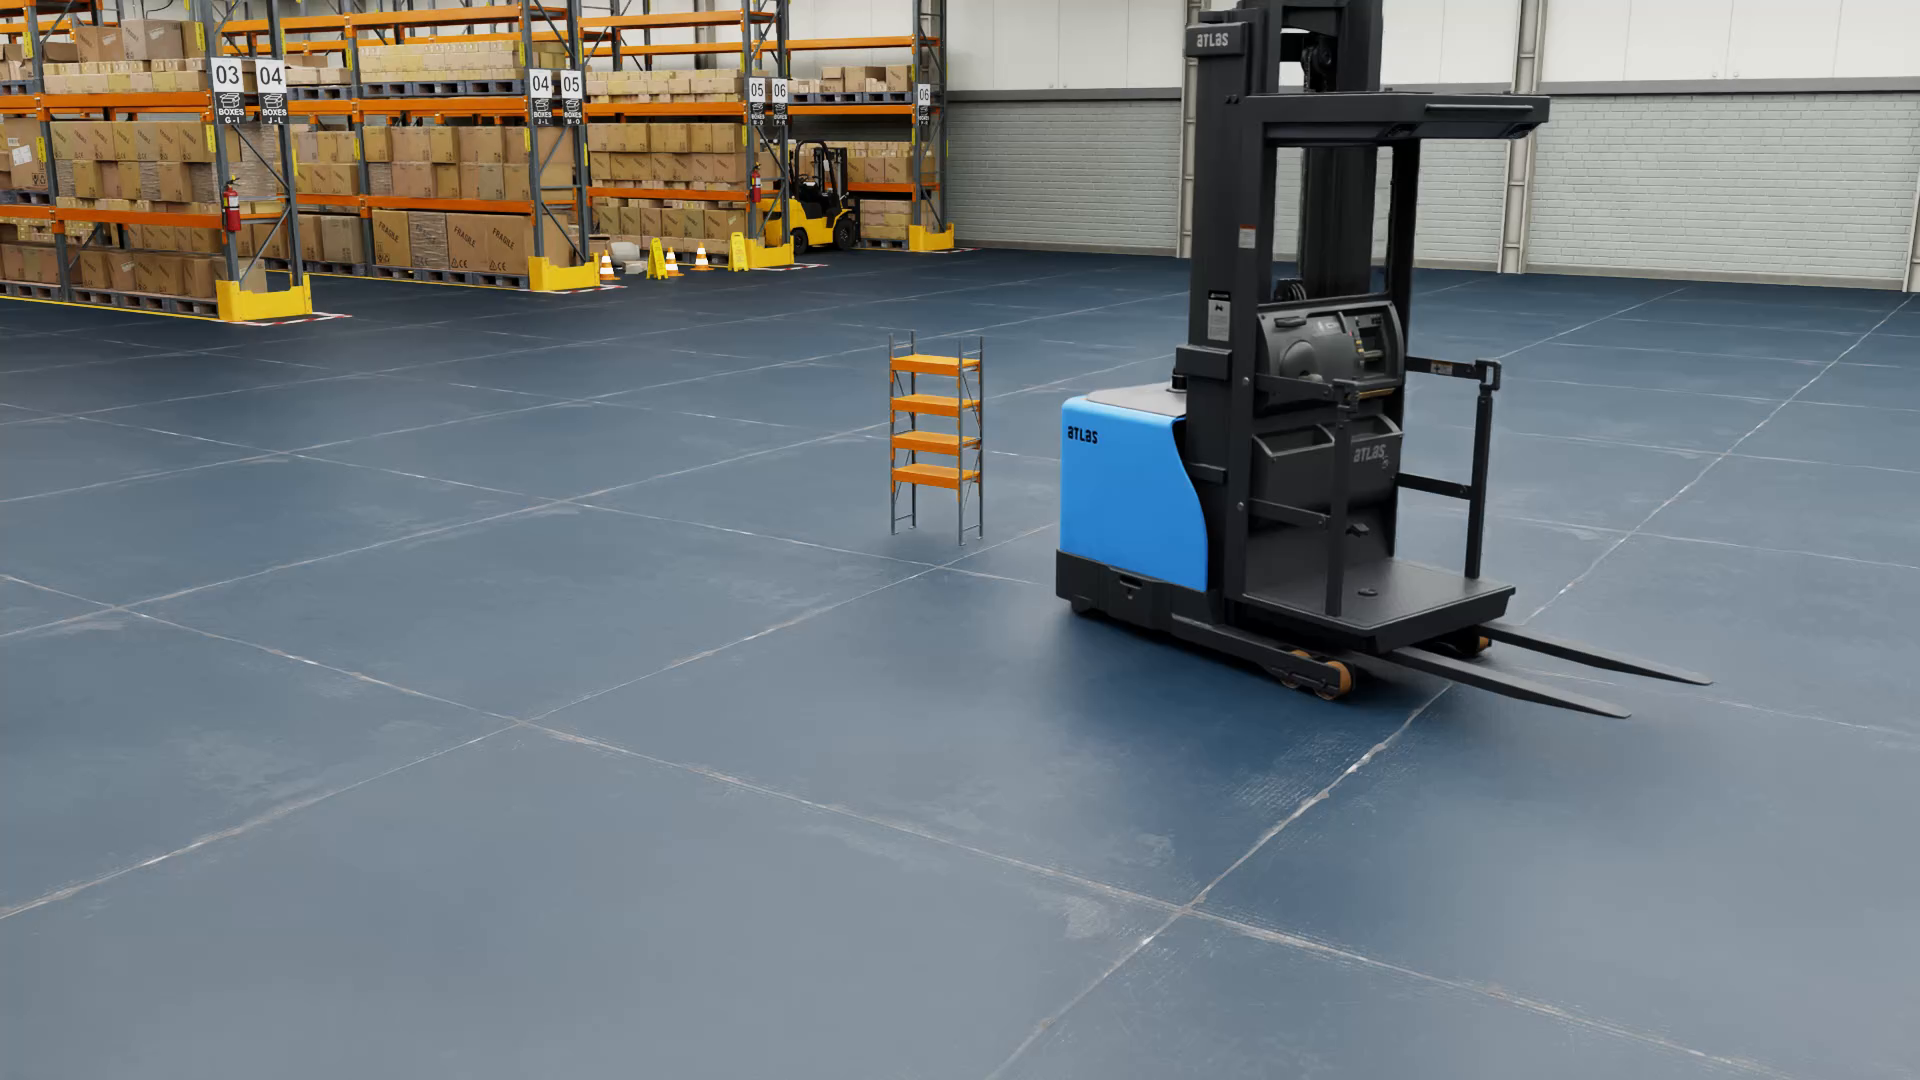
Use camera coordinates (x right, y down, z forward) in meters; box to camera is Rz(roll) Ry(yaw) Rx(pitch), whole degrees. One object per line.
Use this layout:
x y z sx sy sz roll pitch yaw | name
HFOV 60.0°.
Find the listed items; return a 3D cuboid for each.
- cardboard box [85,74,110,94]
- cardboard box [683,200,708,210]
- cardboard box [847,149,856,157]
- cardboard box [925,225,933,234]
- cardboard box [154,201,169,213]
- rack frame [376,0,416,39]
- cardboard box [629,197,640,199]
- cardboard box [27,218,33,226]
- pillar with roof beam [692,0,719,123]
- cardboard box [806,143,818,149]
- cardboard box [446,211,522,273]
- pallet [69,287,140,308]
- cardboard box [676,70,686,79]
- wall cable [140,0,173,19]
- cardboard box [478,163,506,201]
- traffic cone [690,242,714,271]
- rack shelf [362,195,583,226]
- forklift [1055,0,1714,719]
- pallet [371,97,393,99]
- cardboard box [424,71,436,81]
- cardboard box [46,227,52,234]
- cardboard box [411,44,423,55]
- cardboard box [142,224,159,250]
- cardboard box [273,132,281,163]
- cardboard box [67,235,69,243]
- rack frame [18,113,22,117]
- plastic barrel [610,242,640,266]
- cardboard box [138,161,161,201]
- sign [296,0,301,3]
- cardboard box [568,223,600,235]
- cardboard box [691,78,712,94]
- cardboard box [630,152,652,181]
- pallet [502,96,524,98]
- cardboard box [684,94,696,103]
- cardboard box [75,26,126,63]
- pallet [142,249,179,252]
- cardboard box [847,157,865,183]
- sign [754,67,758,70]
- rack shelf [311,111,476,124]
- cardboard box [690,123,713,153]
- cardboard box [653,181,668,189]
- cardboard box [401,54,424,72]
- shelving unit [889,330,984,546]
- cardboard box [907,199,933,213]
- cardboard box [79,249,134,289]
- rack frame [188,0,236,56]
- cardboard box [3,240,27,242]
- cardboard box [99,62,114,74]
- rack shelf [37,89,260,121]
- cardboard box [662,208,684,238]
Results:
-11.128 -6.000 21.887 0.500 0.250 0.500 8 16 31 | cardboard box
-4.716 -5.980 29.674 0.250 0.149 0.380 10 17 34 | cardboard box
-2.112 -7.817 33.602 0.250 0.149 0.380 9 17 33 | cardboard box
-0.888 -6.270 33.758 0.500 0.250 0.500 9 17 33 | cardboard box
-10.286 -4.370 21.755 0.250 0.149 0.380 9 17 33 | cardboard box
-13.866 -12.354 41.002 0.127 3.000 1.000 9 17 33 | rack frame
-7.487 -7.806 38.094 0.250 0.149 0.380 10 17 36 | cardboard box
-18.157 -6.294 32.826 0.250 0.149 0.380 10 17 35 | cardboard box
-8.046 -10.428 33.220 0.400 9.000 9.100 9 17 33 | pillar with roof beam
-2.939 -8.105 34.144 0.250 0.149 0.380 9 16 32 | cardboard box
-7.366 -4.673 26.007 0.875 0.875 0.875 9 16 32 | cardboard box
-11.630 -3.430 23.239 1.213 0.211 1.003 9 17 33 | pallet
-4.800 -8.205 29.348 0.250 0.149 0.380 9 16 31 | cardboard box
-19.502 -12.789 42.680 0.133 3.039 2.988 9 17 33 | wall cable
-6.837 -5.488 25.440 0.550 0.550 0.875 9 17 33 | cardboard box
-4.434 -4.875 28.553 0.334 0.463 0.336 9 17 33 | traffic cone
-7.695 -5.224 26.183 4.000 0.370 1.077 9 17 33 | rack shelf
1.796 -0.876 7.264 1.130 2.935 3.031 -11 18 -37 | forklift
-11.488 -8.968 33.960 1.213 0.211 1.003 10 17 35 | pallet
-7.980 -7.108 25.492 0.250 0.149 0.380 9 17 34 | cardboard box
-17.680 -6.092 32.630 0.250 0.149 0.380 10 17 35 | cardboard box
-8.186 -7.528 25.532 0.250 0.149 0.380 9 17 33 | cardboard box
-14.646 -5.615 30.592 0.500 0.500 0.500 10 17 34 | cardboard box
-11.460 -6.714 28.414 0.500 0.500 0.700 9 16 32 | cardboard box
-17.083 -5.853 32.284 0.250 0.149 0.380 9 16 31 | cardboard box
-19.312 -7.451 33.681 0.127 3.000 1.000 9 17 33 | rack frame
-5.916 -5.031 29.264 0.512 0.421 0.421 -4 14 -16 | plastic barrel
-10.201 -4.721 21.825 0.500 0.500 0.875 9 17 33 | cardboard box
-13.644 -11.250 34.270 0.005 0.325 0.100 9 17 33 | sign
-7.113 -5.841 31.769 0.625 0.372 0.950 9 17 34 | cardboard box
-4.341 -7.919 29.021 0.500 0.250 0.500 9 16 32 | cardboard box
-5.628 -6.788 30.175 0.500 0.500 0.500 9 17 32 | cardboard box
-7.991 -8.450 31.863 1.003 0.211 1.213 9 17 33 | pallet
-4.642 -7.773 29.260 0.250 0.149 0.380 9 17 32 | cardboard box
-11.691 -6.749 22.733 0.500 0.500 0.500 9 16 31 | cardboard box
-14.330 -5.294 30.768 1.213 0.211 1.003 9 17 33 | pallet
-1.995 -7.498 33.664 0.500 0.500 0.500 9 16 32 | cardboard box
-4.204 -9.583 34.319 0.005 0.325 0.100 9 17 33 | sign
-11.655 -8.754 34.198 4.000 0.370 1.077 9 17 33 | rack shelf
-4.318 -7.079 29.268 0.500 0.500 0.700 9 17 33 | cardboard box
-5.313 -6.413 30.008 0.250 0.149 0.380 9 17 33 | cardboard box
-8.267 -7.366 25.704 0.500 0.250 0.500 9 16 32 | cardboard box
-0.137 -0.605 9.769 0.503 1.200 0.258 9 17 33 | shelving unit
-0.883 -6.753 33.627 0.500 0.250 0.500 9 16 32 | cardboard box
-11.897 -3.795 23.241 0.500 0.500 0.500 9 16 31 | cardboard box
-16.633 -11.364 37.002 0.127 3.000 1.000 9 17 33 | rack frame
-14.491 -4.245 25.017 0.500 0.500 0.700 8 16 28 | cardboard box
-11.006 -6.171 21.749 0.250 0.149 0.380 9 16 32 | cardboard box
-10.547 -5.705 21.882 4.000 0.370 1.077 9 17 33 | rack shelf
-5.017 -5.733 30.028 0.500 0.500 0.500 9 16 32 | cardboard box
